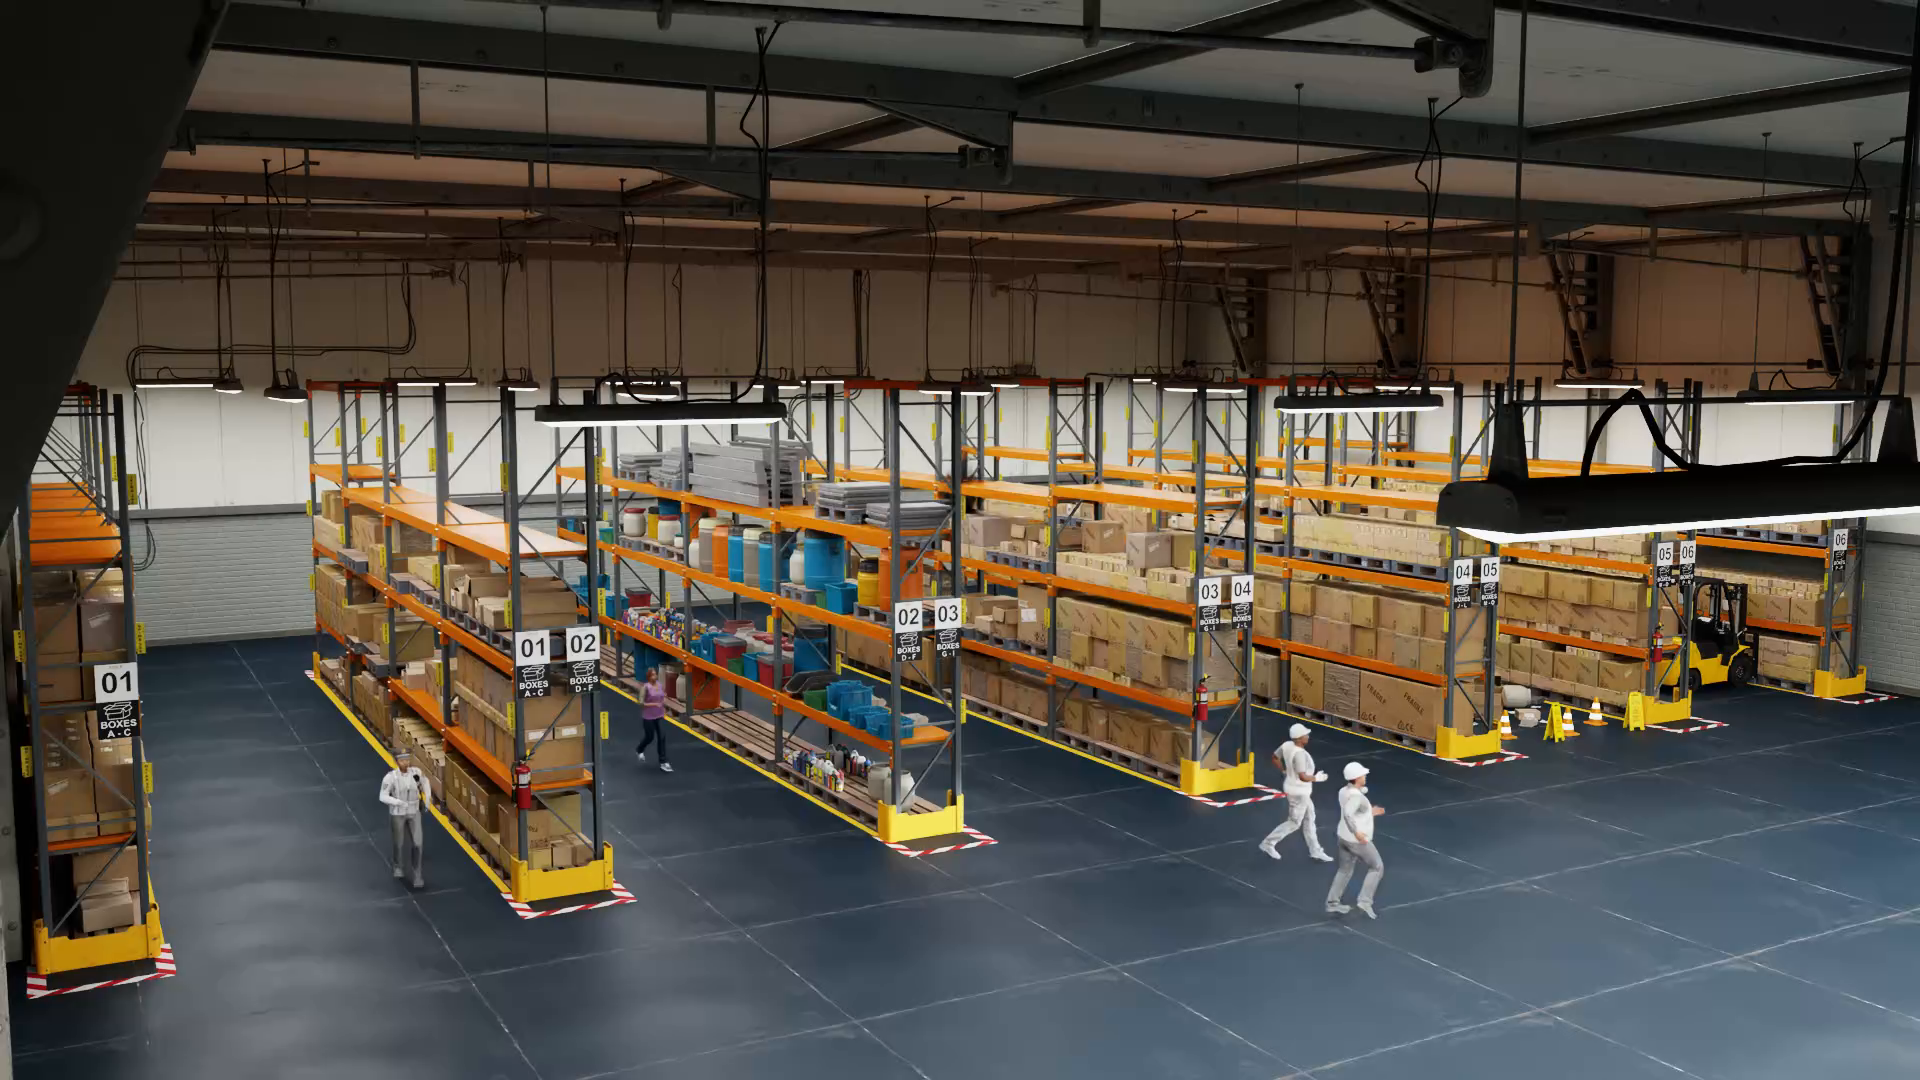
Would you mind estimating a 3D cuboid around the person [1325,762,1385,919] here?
[{"bbox_3d":[4.527,3.436,18.986,0.699,1.815,0.638,-2,6,-14],"label":"person"}]

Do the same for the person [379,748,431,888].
[{"bbox_3d":[-6.712,3.368,20.173,0.632,1.764,0.721,-3,7,-29],"label":"person"}]

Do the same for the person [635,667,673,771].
[{"bbox_3d":[-4.763,2.809,25.841,0.545,1.485,0.873,-6,8,-43],"label":"person"}]

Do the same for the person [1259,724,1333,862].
[{"bbox_3d":[4.263,3.205,20.994,0.976,1.801,0.690,0,6,-1],"label":"person"}]
